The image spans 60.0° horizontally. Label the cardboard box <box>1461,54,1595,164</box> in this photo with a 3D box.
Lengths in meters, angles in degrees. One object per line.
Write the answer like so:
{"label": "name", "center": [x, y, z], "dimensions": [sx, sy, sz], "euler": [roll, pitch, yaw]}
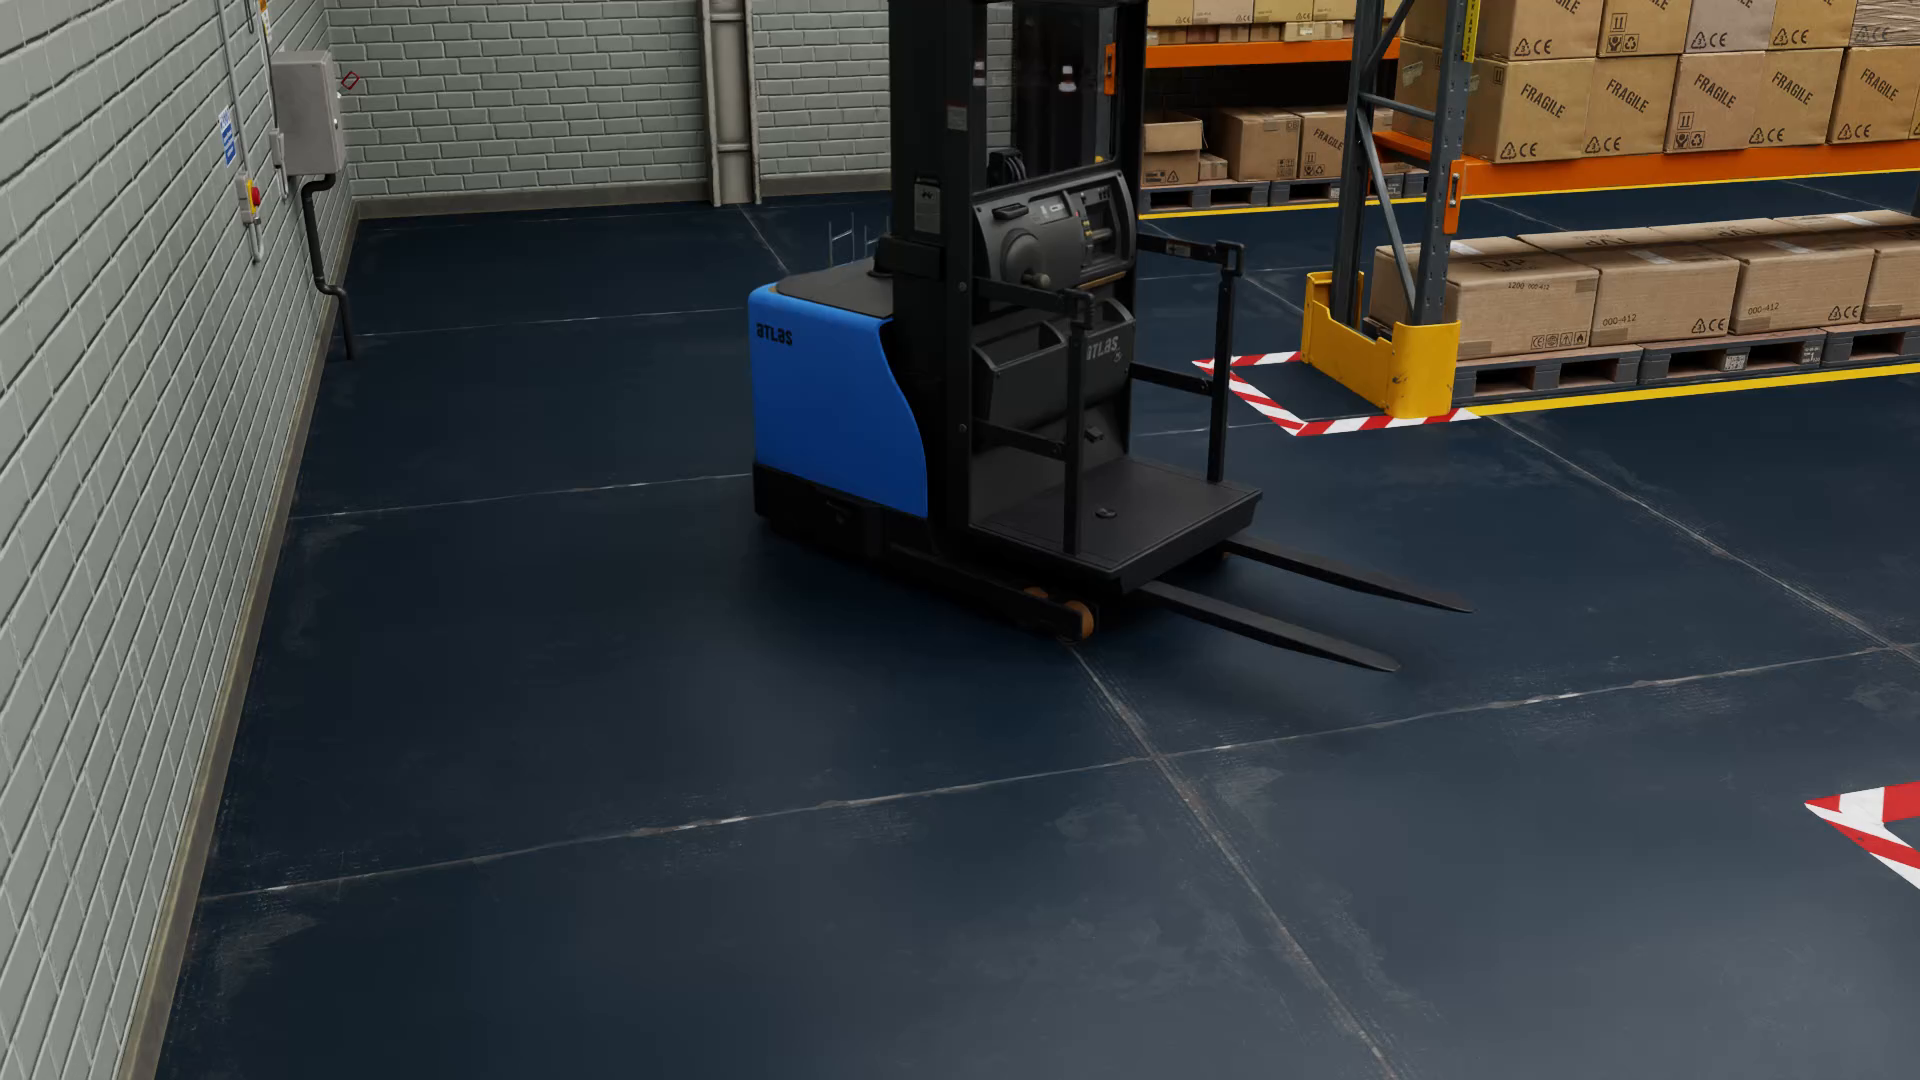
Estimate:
{"label": "cardboard box", "center": [2.857, -2.237, 8.532], "dimensions": [0.500, 0.500, 0.500], "euler": [-7, 24, -15]}

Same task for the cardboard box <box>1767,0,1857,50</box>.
{"label": "cardboard box", "center": [4.326, -2.866, 8.730], "dimensions": [0.500, 0.500, 0.500], "euler": [-6, 24, -14]}

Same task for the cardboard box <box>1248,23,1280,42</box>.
{"label": "cardboard box", "center": [2.354, -4.068, 13.245], "dimensions": [0.250, 0.149, 0.380], "euler": [-6, 24, -14]}

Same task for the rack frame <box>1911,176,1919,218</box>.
{"label": "rack frame", "center": [6.169, -2.675, 9.679], "dimensions": [0.127, 3.000, 1.000], "euler": [-6, 24, -14]}

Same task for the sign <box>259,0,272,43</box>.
{"label": "sign", "center": [-3.717, -2.789, 8.898], "dimensions": [0.001, 0.242, 0.339], "euler": [-6, 24, -14]}

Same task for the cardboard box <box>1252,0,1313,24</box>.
{"label": "cardboard box", "center": [2.455, -4.256, 13.177], "dimensions": [0.500, 0.250, 0.500], "euler": [-7, 24, -15]}

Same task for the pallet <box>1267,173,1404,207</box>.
{"label": "pallet", "center": [2.986, -3.073, 14.145], "dimensions": [1.213, 0.211, 1.003], "euler": [-6, 24, -14]}

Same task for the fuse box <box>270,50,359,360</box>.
{"label": "fuse box", "center": [-3.533, -1.860, 9.415], "dimensions": [0.414, 1.711, 0.539], "euler": [-6, 24, -14]}

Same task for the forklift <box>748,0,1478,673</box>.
{"label": "forklift", "center": [0.537, -1.183, 6.290], "dimensions": [3.031, 2.935, 1.130], "euler": [19, 29, 37]}

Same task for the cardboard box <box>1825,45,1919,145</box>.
{"label": "cardboard box", "center": [4.817, -2.458, 9.048], "dimensions": [0.500, 0.500, 0.500], "euler": [-7, 24, -15]}

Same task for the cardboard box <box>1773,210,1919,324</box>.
{"label": "cardboard box", "center": [5.535, -1.664, 10.041], "dimensions": [0.875, 0.438, 0.875], "euler": [-7, 24, -15]}

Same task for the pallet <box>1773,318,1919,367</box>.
{"label": "pallet", "center": [5.415, -1.342, 10.110], "dimensions": [1.213, 0.211, 1.003], "euler": [-6, 24, -14]}

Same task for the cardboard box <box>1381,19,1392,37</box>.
{"label": "cardboard box", "center": [3.320, -4.200, 13.553], "dimensions": [0.250, 0.149, 0.380], "euler": [-6, 24, -14]}

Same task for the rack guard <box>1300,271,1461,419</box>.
{"label": "rack guard", "center": [2.294, -1.097, 9.173], "dimensions": [0.348, 0.500, 1.175], "euler": [-6, 24, -14]}

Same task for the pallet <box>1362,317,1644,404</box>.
{"label": "pallet", "center": [3.066, -1.082, 9.504], "dimensions": [1.213, 0.211, 1.003], "euler": [-6, 24, -14]}

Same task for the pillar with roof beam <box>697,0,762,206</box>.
{"label": "pillar with roof beam", "center": [-0.704, -5.310, 8.214], "dimensions": [0.400, 9.000, 9.100], "euler": [-6, 24, -14]}

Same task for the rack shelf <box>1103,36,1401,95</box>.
{"label": "rack shelf", "center": [2.899, -4.015, 13.716], "dimensions": [4.000, 0.370, 1.077], "euler": [-6, 24, -14]}

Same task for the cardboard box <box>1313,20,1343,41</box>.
{"label": "cardboard box", "center": [2.865, -4.102, 13.325], "dimensions": [0.250, 0.149, 0.380], "euler": [-6, 24, -13]}

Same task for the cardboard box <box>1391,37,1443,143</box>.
{"label": "cardboard box", "center": [2.710, -2.446, 9.021], "dimensions": [0.500, 0.500, 0.500], "euler": [-6, 24, -14]}

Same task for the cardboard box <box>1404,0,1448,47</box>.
{"label": "cardboard box", "center": [2.717, -2.896, 8.800], "dimensions": [0.500, 0.500, 0.500], "euler": [-6, 24, -13]}

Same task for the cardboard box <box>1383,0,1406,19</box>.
{"label": "cardboard box", "center": [3.438, -4.373, 13.450], "dimensions": [0.500, 0.250, 0.500], "euler": [-6, 24, -15]}

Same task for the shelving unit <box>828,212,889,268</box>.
{"label": "shelving unit", "center": [-0.467, -0.923, 7.880], "dimensions": [0.189, 1.200, 0.258], "euler": [10, 25, 23]}

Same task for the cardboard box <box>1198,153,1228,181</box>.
{"label": "cardboard box", "center": [2.007, -3.075, 13.696], "dimensions": [0.250, 0.149, 0.380], "euler": [-7, 24, -16]}

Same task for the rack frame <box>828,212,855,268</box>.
{"label": "rack frame", "center": [-0.550, -0.938, 7.915], "dimensions": [0.006, 1.200, 0.240], "euler": [10, 25, 23]}

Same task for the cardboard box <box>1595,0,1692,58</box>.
{"label": "cardboard box", "center": [3.352, -2.755, 8.471], "dimensions": [0.500, 0.500, 0.500], "euler": [-7, 24, -16]}

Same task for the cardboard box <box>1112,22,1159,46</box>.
{"label": "cardboard box", "center": [1.364, -3.948, 12.966], "dimensions": [0.250, 0.149, 0.380], "euler": [-6, 24, -15]}

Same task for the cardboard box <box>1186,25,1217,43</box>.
{"label": "cardboard box", "center": [1.840, -4.034, 13.166], "dimensions": [0.250, 0.149, 0.380], "euler": [-7, 24, -15]}

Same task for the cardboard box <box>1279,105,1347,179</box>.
{"label": "cardboard box", "center": [2.957, -3.301, 13.776], "dimensions": [0.500, 0.500, 0.500], "euler": [-6, 24, -13]}

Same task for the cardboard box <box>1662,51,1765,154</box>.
{"label": "cardboard box", "center": [3.831, -2.349, 8.792], "dimensions": [0.500, 0.500, 0.500], "euler": [-6, 24, -15]}

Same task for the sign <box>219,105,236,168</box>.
{"label": "sign", "center": [-3.151, -1.738, 7.155], "dimensions": [0.001, 0.218, 0.327], "euler": [-6, 24, -14]}

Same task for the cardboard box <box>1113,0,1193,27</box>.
{"label": "cardboard box", "center": [1.483, -4.147, 12.923], "dimensions": [0.500, 0.250, 0.500], "euler": [-6, 24, -14]}

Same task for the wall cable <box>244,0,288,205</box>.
{"label": "wall cable", "center": [-3.500, -2.643, 8.318], "dimensions": [0.122, 1.984, 0.588], "euler": [-6, 24, -14]}

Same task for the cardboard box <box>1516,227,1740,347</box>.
{"label": "cardboard box", "center": [3.805, -1.473, 9.596], "dimensions": [0.875, 0.438, 0.875], "euler": [-6, 24, -13]}
